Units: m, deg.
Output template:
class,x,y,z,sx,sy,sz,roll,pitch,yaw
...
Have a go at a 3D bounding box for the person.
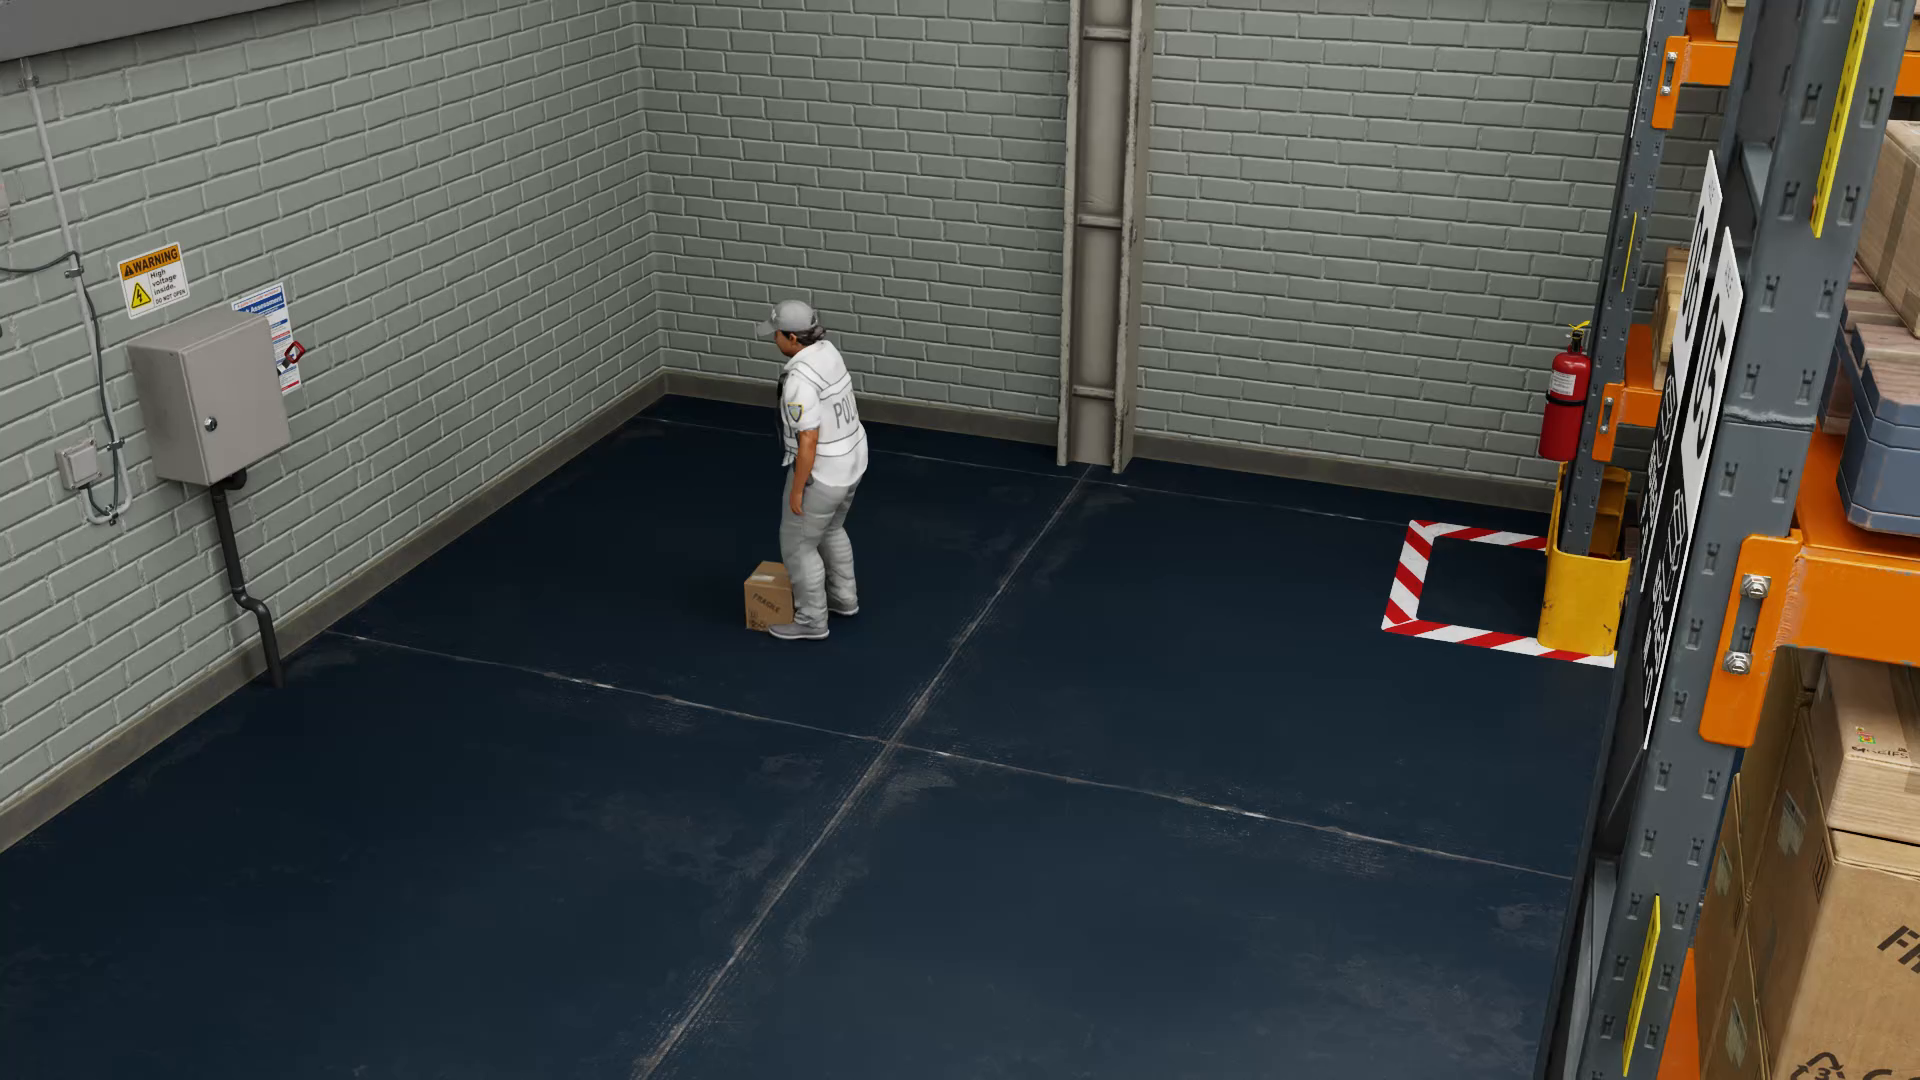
class,x,y,z,sx,sy,sz,roll,pitch,yaw
person,-0.681,-0.326,7.777,0.469,1.664,0.550,8,27,15
